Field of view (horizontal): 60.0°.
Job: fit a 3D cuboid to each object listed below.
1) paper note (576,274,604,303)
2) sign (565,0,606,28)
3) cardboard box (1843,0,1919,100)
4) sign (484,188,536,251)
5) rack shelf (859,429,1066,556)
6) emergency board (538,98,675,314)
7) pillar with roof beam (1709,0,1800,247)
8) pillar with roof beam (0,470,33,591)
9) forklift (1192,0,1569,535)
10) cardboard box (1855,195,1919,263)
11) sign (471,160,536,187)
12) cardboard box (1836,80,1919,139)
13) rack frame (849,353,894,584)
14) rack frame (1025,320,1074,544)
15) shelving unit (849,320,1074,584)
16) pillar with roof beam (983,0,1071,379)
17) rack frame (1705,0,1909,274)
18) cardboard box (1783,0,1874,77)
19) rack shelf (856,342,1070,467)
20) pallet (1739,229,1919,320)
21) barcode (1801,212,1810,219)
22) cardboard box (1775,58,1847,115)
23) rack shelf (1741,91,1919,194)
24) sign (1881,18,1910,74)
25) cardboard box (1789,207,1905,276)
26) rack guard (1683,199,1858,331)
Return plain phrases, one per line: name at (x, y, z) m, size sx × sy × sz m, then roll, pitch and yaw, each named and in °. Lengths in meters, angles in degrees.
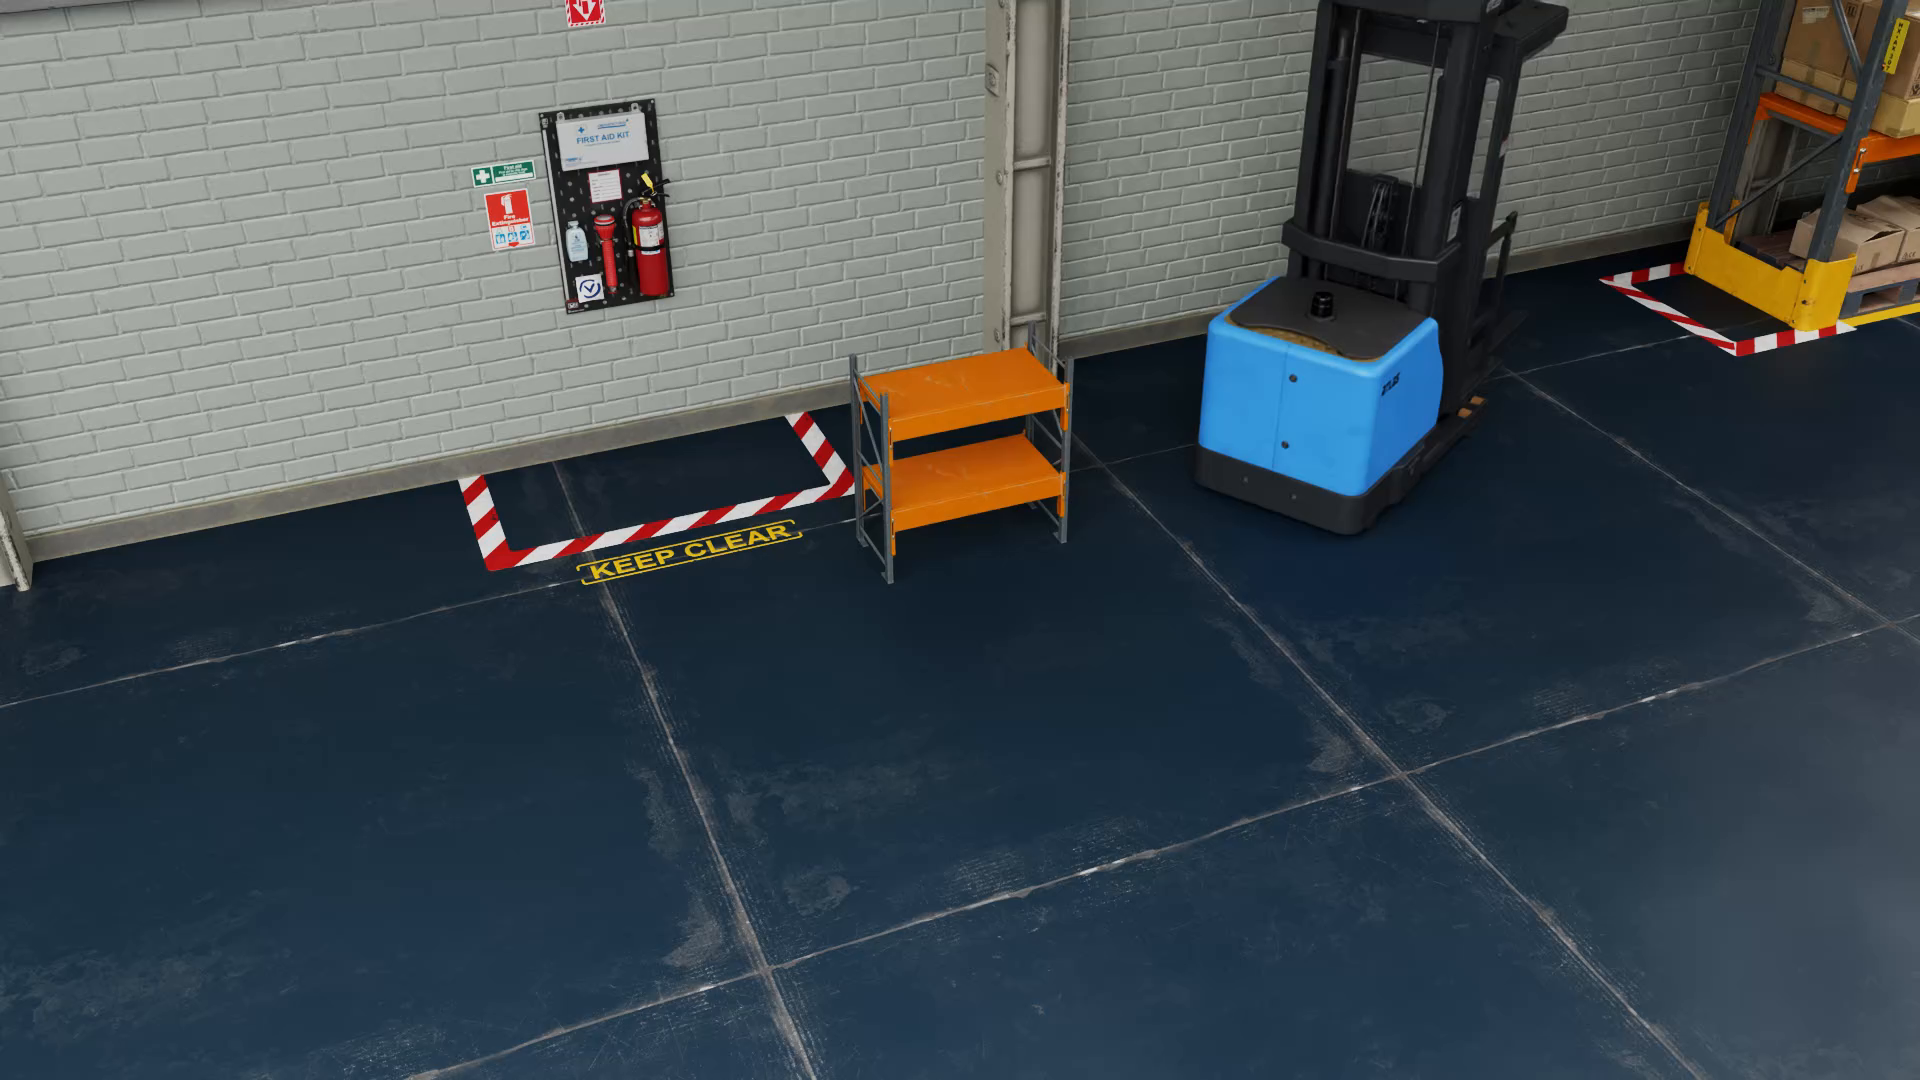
paper note at (-2.096, -1.426, 9.417) m, size 0.142 × 0.148 × 0.016 m, roll -13°, pitch 35°, yaw -19°
sign at (-1.952, -2.818, 8.623) m, size 0.199 × 0.298 × 0.001 m, roll -13°, pitch 35°, yaw -19°
cardboard box at (6.166, -3.194, 10.758) m, size 0.500 × 0.500 × 0.500 m, roll -13°, pitch 35°, yaw -19°
sign at (-2.455, -1.748, 9.071) m, size 0.234 × 0.329 × 0.001 m, roll -13°, pitch 35°, yaw -19°
rack shelf at (0.006, -0.268, 8.997) m, size 1.000 × 0.278 × 0.538 m, roll -13°, pitch 35°, yaw -19°
emergency board at (-1.906, -1.798, 9.180) m, size 0.643 × 1.169 × 0.194 m, roll -13°, pitch 35°, yaw -19°
pillar with roof beam at (7.586, -3.917, 6.937) m, size 0.400 × 9.000 × 9.100 m, roll -13°, pitch 35°, yaw -19°
pillar with roof beam at (-3.478, -1.383, 3.043) m, size 0.400 × 9.000 × 9.100 m, roll -13°, pitch 35°, yaw -19°
forklift at (2.620, -2.007, 9.564) m, size 1.130 × 2.935 × 3.031 m, roll 22°, pitch 39°, yaw 30°
cardboard box at (6.808, -2.263, 11.957) m, size 0.500 × 0.311 × 0.500 m, roll -10°, pitch 34°, yaw -15°
sign at (-2.448, -1.966, 8.921) m, size 0.331 × 0.109 × 0.001 m, roll -13°, pitch 35°, yaw -19°
cardboard box at (6.182, -2.873, 10.952) m, size 0.500 × 0.250 × 0.500 m, roll -14°, pitch 36°, yaw -20°
rack frame at (-0.462, -0.366, 8.698) m, size 0.032 × 1.125 × 0.500 m, roll -13°, pitch 35°, yaw -19°
rack frame at (0.475, -0.580, 9.028) m, size 0.032 × 1.125 × 0.500 m, roll -13°, pitch 35°, yaw -19°
shelving unit at (0.006, -0.473, 8.863) m, size 1.048 × 1.125 × 0.538 m, roll -13°, pitch 35°, yaw -19°
pillar with roof beam at (2.054, -2.650, 4.990) m, size 0.400 × 9.000 × 9.100 m, roll -13°, pitch 35°, yaw -19°
rack frame at (5.609, -2.984, 11.004) m, size 0.127 × 3.000 × 1.000 m, roll -13°, pitch 35°, yaw -19°
cardboard box at (5.962, -3.450, 11.152) m, size 0.500 × 0.500 × 0.500 m, roll -13°, pitch 35°, yaw -19°
rack shelf at (0.006, -0.718, 8.704) m, size 1.000 × 0.278 × 0.538 m, roll -13°, pitch 35°, yaw -19°
pallet at (6.442, -1.985, 12.025) m, size 1.213 × 0.211 × 1.003 m, roll -13°, pitch 35°, yaw -19°
barcode at (6.144, -2.351, 12.085) m, size 0.075 × 0.075 × 0.001 m, roll -13°, pitch 35°, yaw -19°
cardboard box at (5.965, -3.126, 11.341) m, size 0.500 × 0.250 × 0.500 m, roll -12°, pitch 35°, yaw -18°
rack shelf at (7.453, -3.105, 11.849) m, size 4.000 × 0.370 × 1.077 m, roll -13°, pitch 35°, yaw -19°
sign at (5.819, -3.074, 10.349) m, size 0.005 × 0.325 × 0.100 m, roll -13°, pitch 35°, yaw -19°
cardboard box at (6.282, -2.142, 11.772) m, size 0.500 × 0.311 × 0.500 m, roll -17°, pitch 37°, yaw -24°
rack guard at (5.679, -1.953, 11.710) m, size 0.348 × 0.500 × 1.175 m, roll -13°, pitch 35°, yaw -19°
